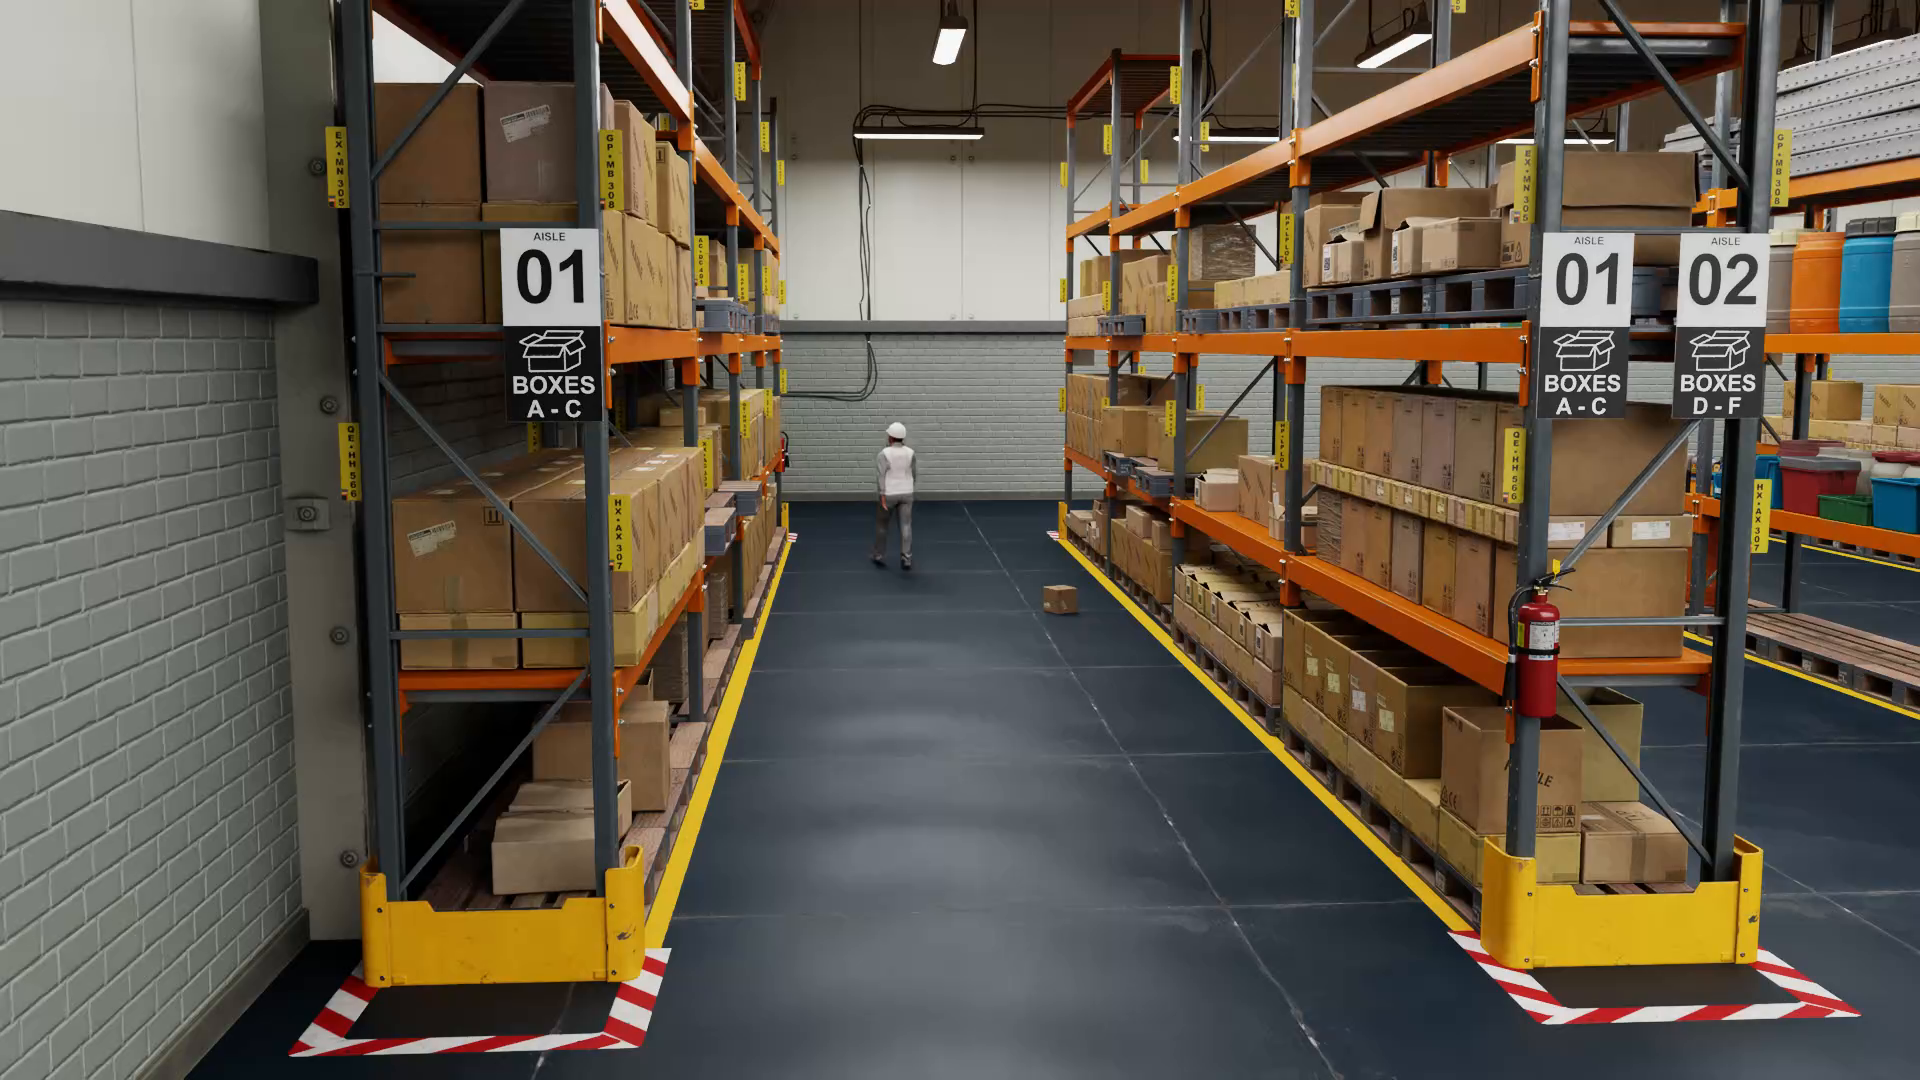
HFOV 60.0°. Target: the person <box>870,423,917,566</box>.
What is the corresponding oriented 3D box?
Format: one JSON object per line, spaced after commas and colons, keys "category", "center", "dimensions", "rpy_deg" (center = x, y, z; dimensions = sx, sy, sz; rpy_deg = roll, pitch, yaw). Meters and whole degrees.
{"category": "person", "center": [-0.813, -0.583, 20.397], "dimensions": [0.543, 1.728, 0.943], "rpy_deg": [-2, 7, -18]}
